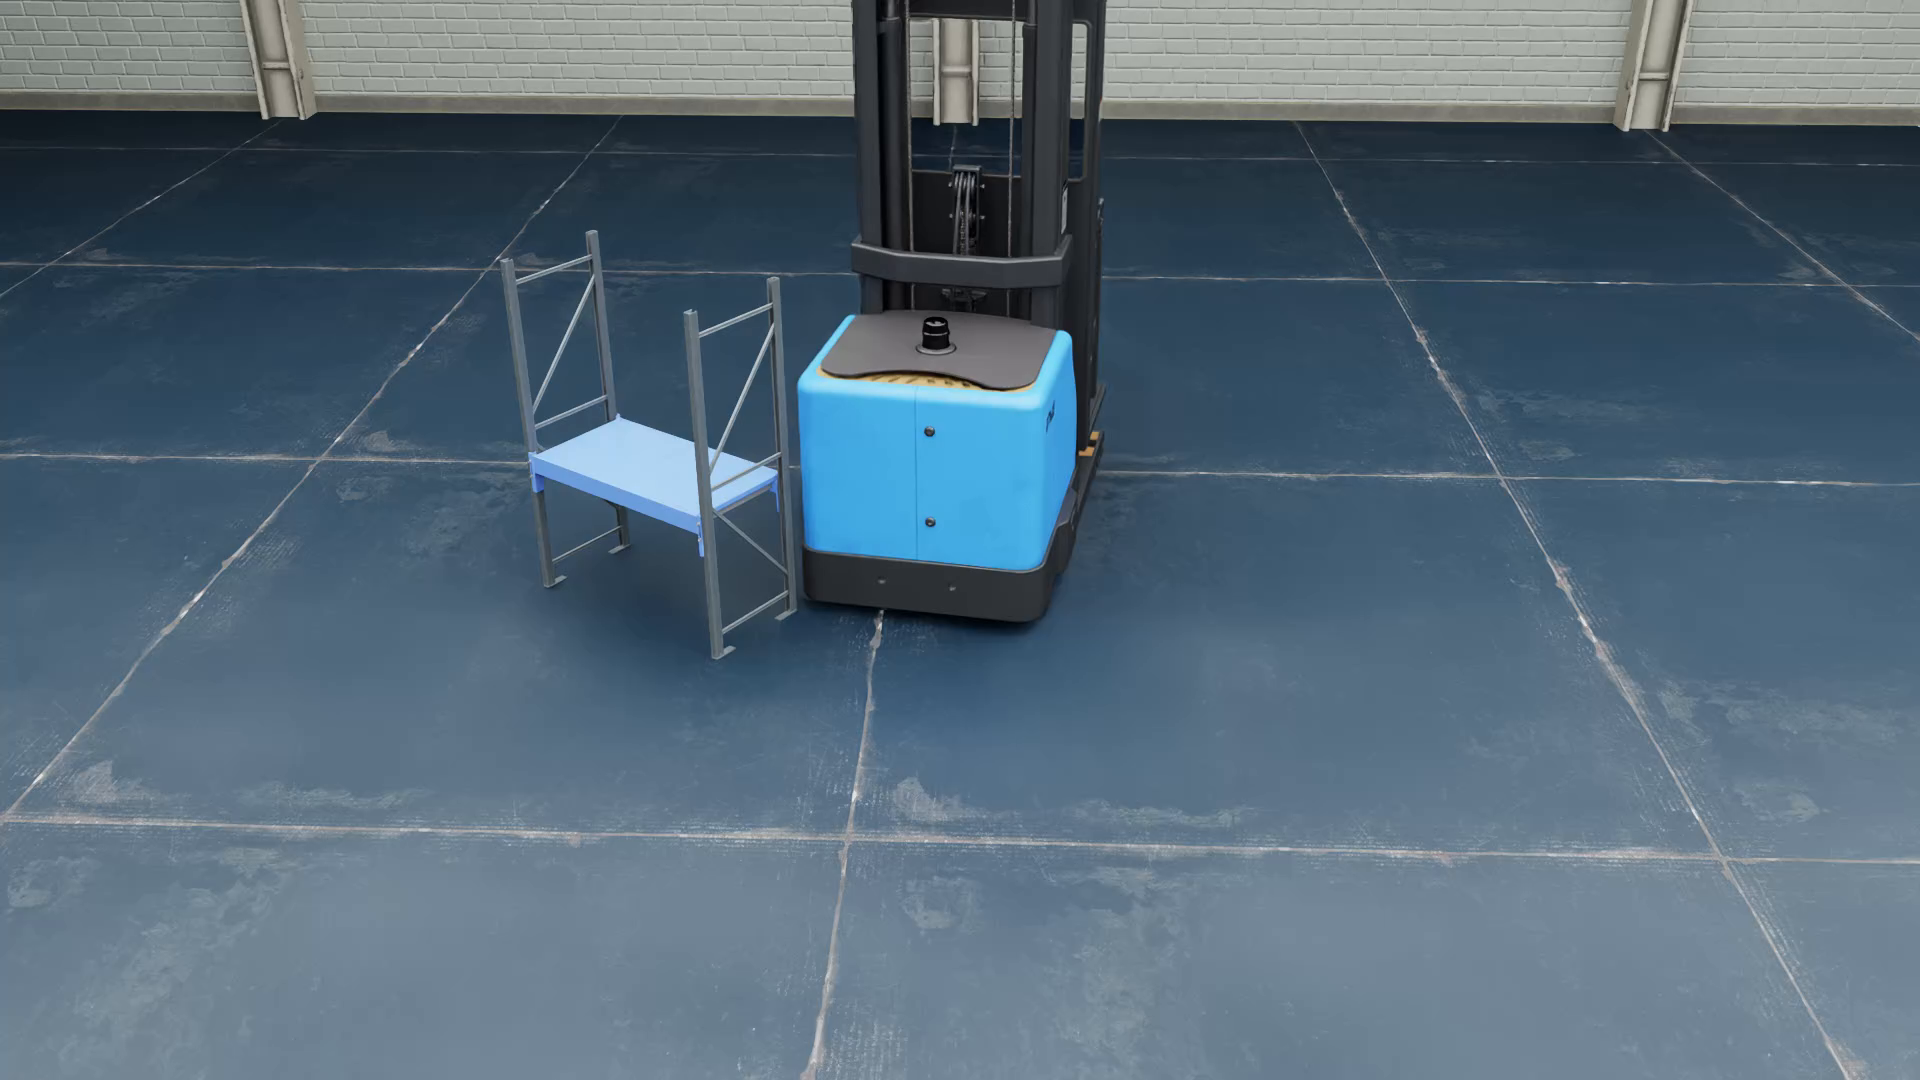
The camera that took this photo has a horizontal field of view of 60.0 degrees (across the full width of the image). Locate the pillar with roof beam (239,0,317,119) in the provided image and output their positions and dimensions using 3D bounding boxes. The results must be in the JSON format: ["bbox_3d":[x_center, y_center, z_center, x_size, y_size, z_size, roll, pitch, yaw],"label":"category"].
[{"bbox_3d":[-6.179,-5.785,9.056,0.400,9.000,9.100,1,28,2],"label":"pillar with roof beam"}]

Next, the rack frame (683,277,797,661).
[{"bbox_3d":[-0.861,-0.266,6.651,0.032,1.500,0.500,19,33,31],"label":"rack frame"}]

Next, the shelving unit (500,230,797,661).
[{"bbox_3d":[-1.272,-0.406,6.915,1.048,1.500,0.538,19,33,31],"label":"shelving unit"}]

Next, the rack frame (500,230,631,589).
[{"bbox_3d":[-1.683,-0.546,7.179,0.032,1.500,0.500,19,33,31],"label":"rack frame"}]

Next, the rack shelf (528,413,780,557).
[{"bbox_3d":[-1.272,-0.247,6.999,1.000,0.185,0.538,19,33,31],"label":"rack shelf"}]

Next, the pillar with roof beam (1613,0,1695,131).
[{"bbox_3d":[5.813,-5.587,8.682,0.400,9.000,9.100,1,28,2],"label":"pillar with roof beam"}]

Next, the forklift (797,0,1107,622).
[{"bbox_3d":[0.126,-1.623,7.683,1.130,2.935,3.031,6,28,10],"label":"forklift"}]

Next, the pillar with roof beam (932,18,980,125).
[{"bbox_3d":[-0.183,-5.686,8.869,0.400,9.000,9.100,1,28,2],"label":"pillar with roof beam"}]
